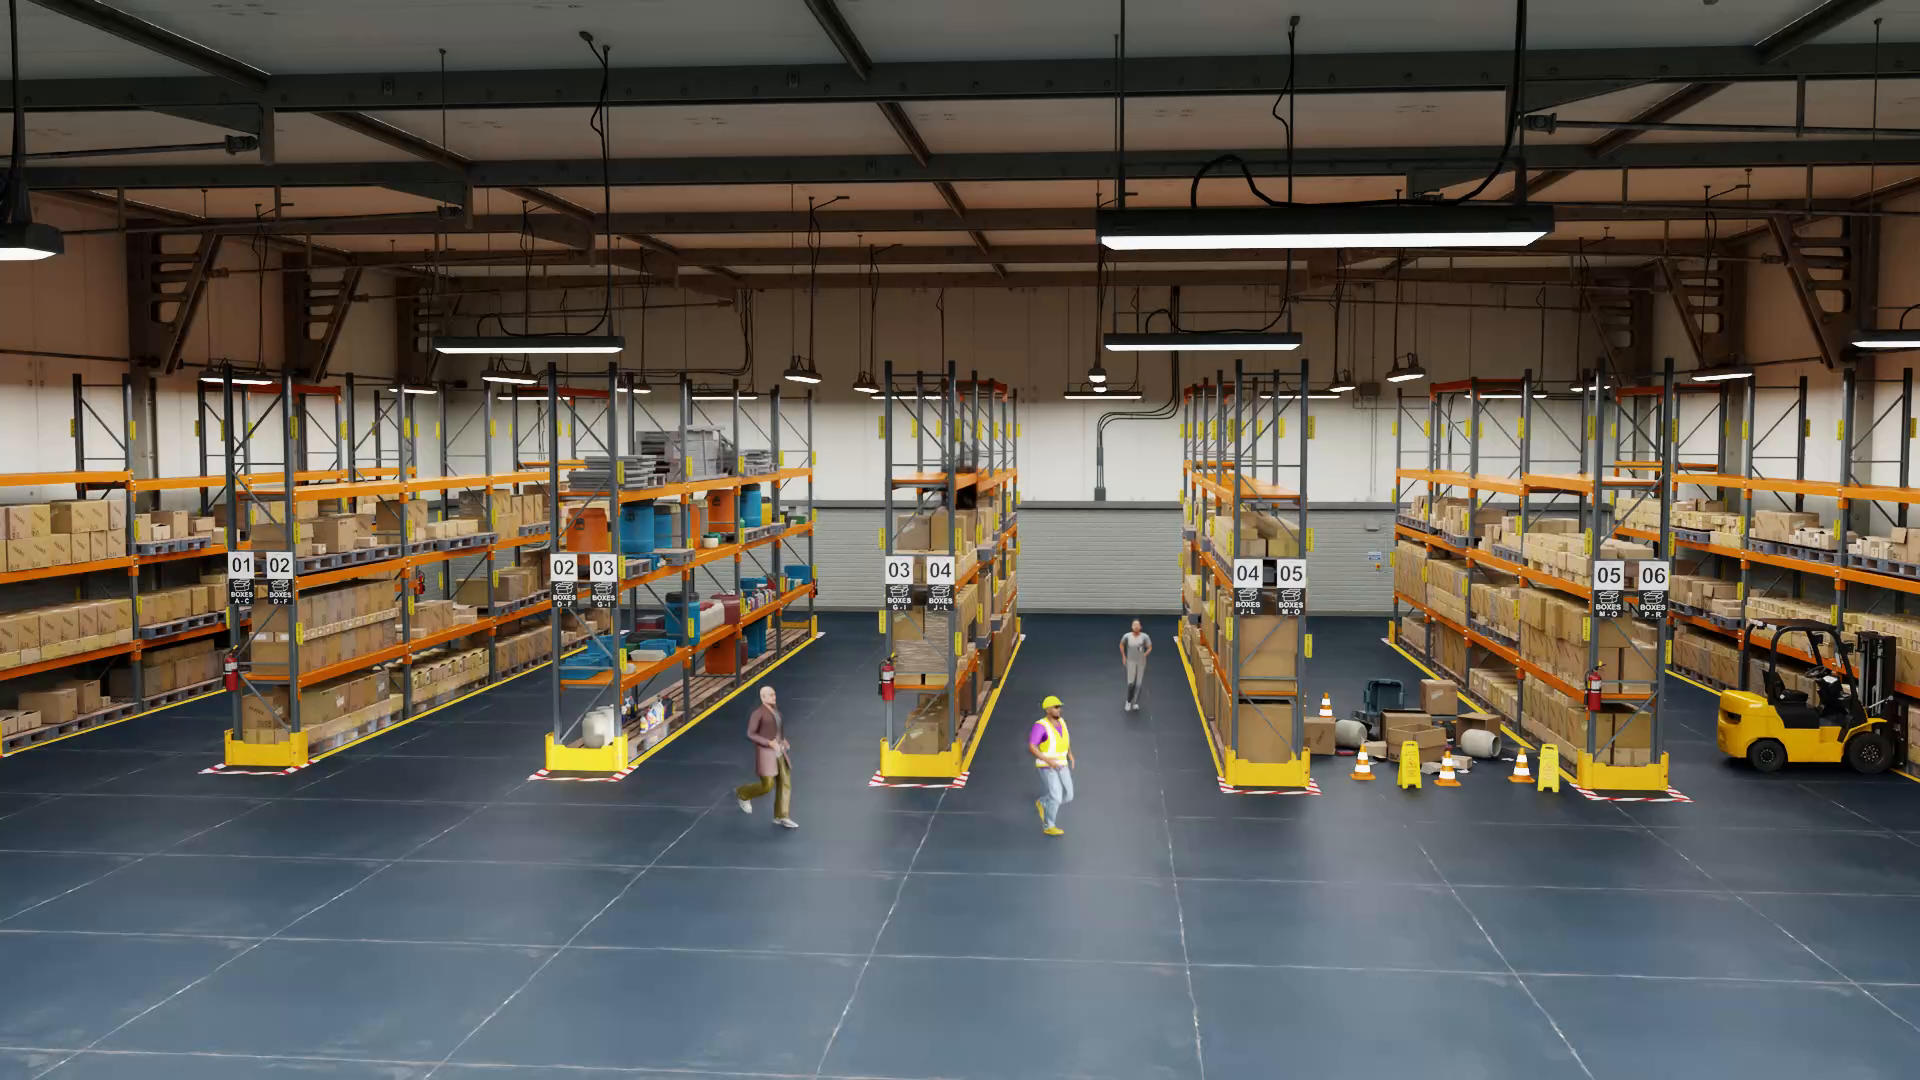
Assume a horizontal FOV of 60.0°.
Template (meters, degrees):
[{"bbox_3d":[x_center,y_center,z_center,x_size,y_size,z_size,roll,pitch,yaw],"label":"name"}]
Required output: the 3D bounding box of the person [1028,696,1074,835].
[{"bbox_3d":[1.130,2.786,20.611,0.614,1.724,0.753,4,5,43],"label":"person"}]

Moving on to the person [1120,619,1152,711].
[{"bbox_3d":[3.127,2.217,29.491,0.569,1.639,0.642,0,4,2],"label":"person"}]

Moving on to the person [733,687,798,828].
[{"bbox_3d":[-2.452,2.743,21.143,0.943,1.776,0.710,2,4,31],"label":"person"}]
